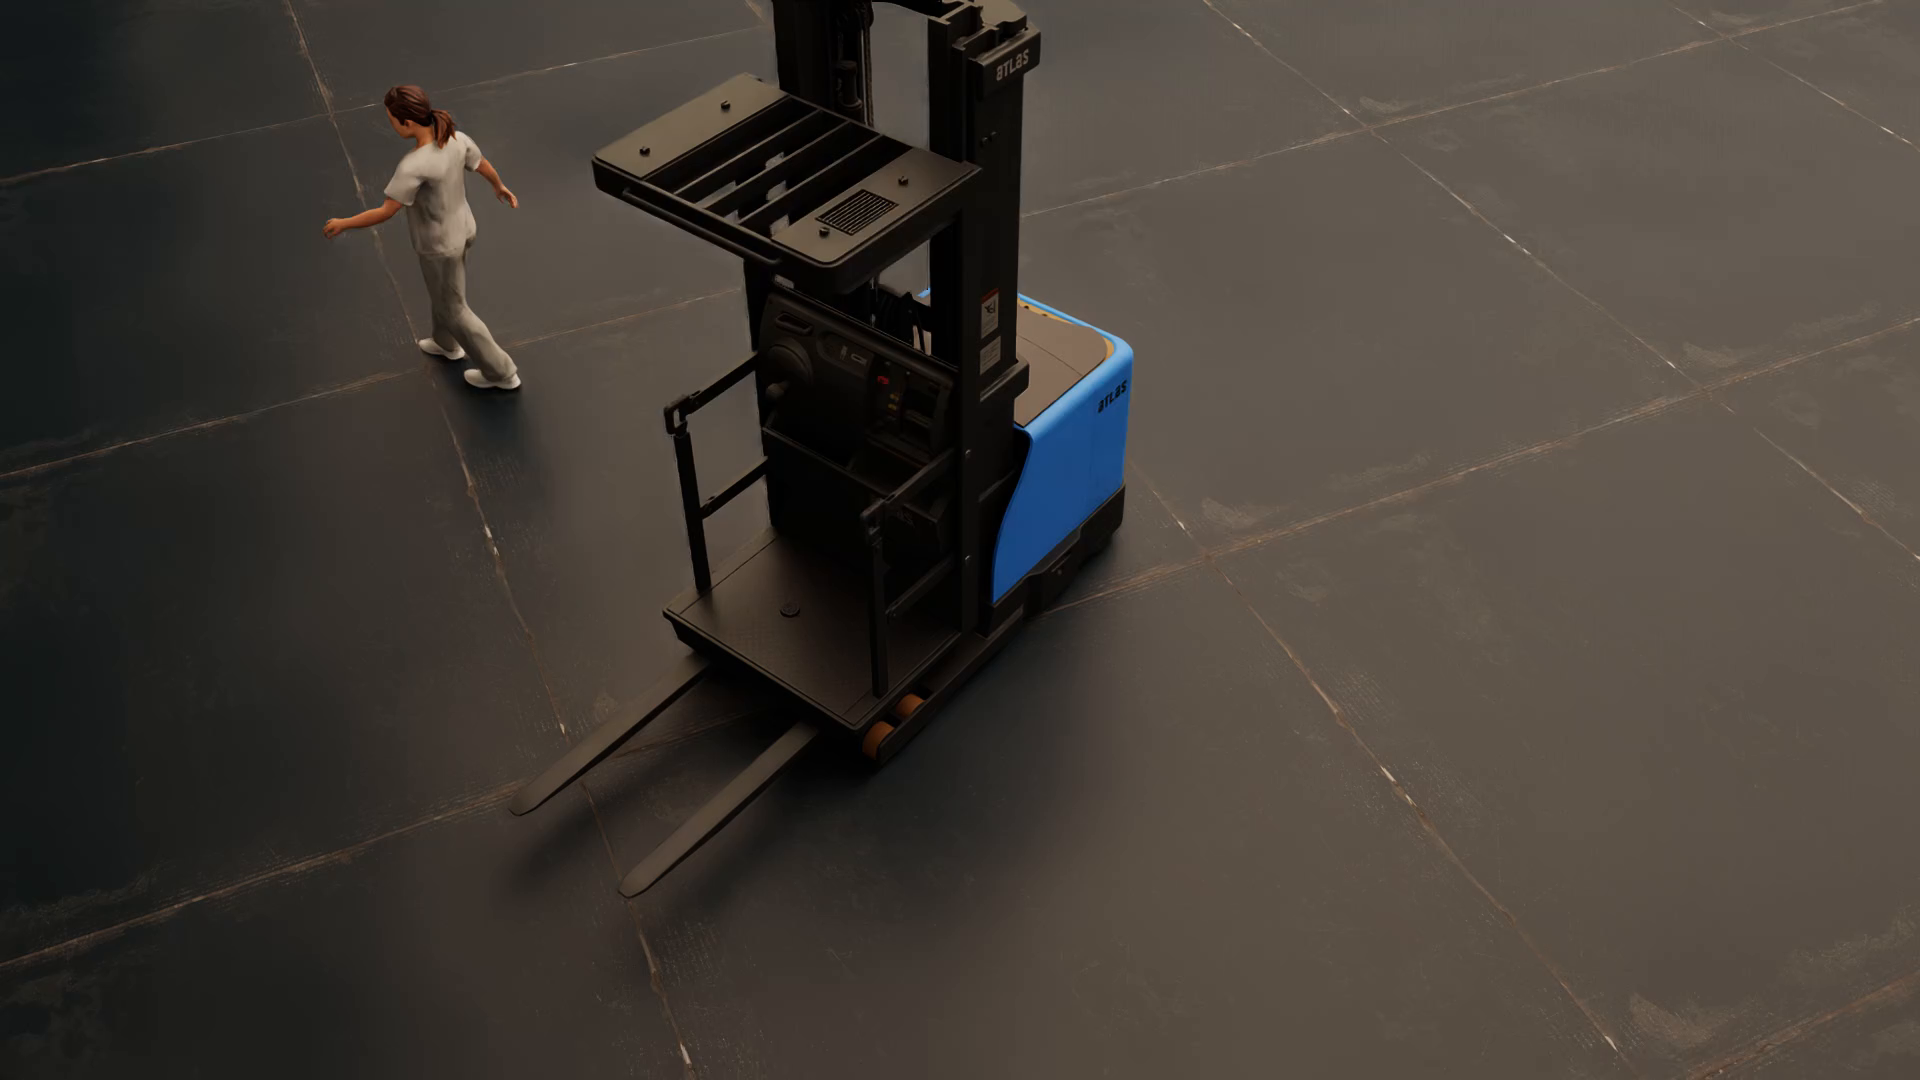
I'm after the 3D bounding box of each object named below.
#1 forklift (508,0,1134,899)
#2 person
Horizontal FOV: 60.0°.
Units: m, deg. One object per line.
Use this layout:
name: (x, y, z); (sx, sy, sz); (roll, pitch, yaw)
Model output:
forklift: (-0.541, -0.545, 6.264); (1.130, 2.935, 3.031); (28, 50, 27)
person: (-2.600, -1.522, 8.269); (0.715, 1.663, 0.870); (12, 44, 13)
